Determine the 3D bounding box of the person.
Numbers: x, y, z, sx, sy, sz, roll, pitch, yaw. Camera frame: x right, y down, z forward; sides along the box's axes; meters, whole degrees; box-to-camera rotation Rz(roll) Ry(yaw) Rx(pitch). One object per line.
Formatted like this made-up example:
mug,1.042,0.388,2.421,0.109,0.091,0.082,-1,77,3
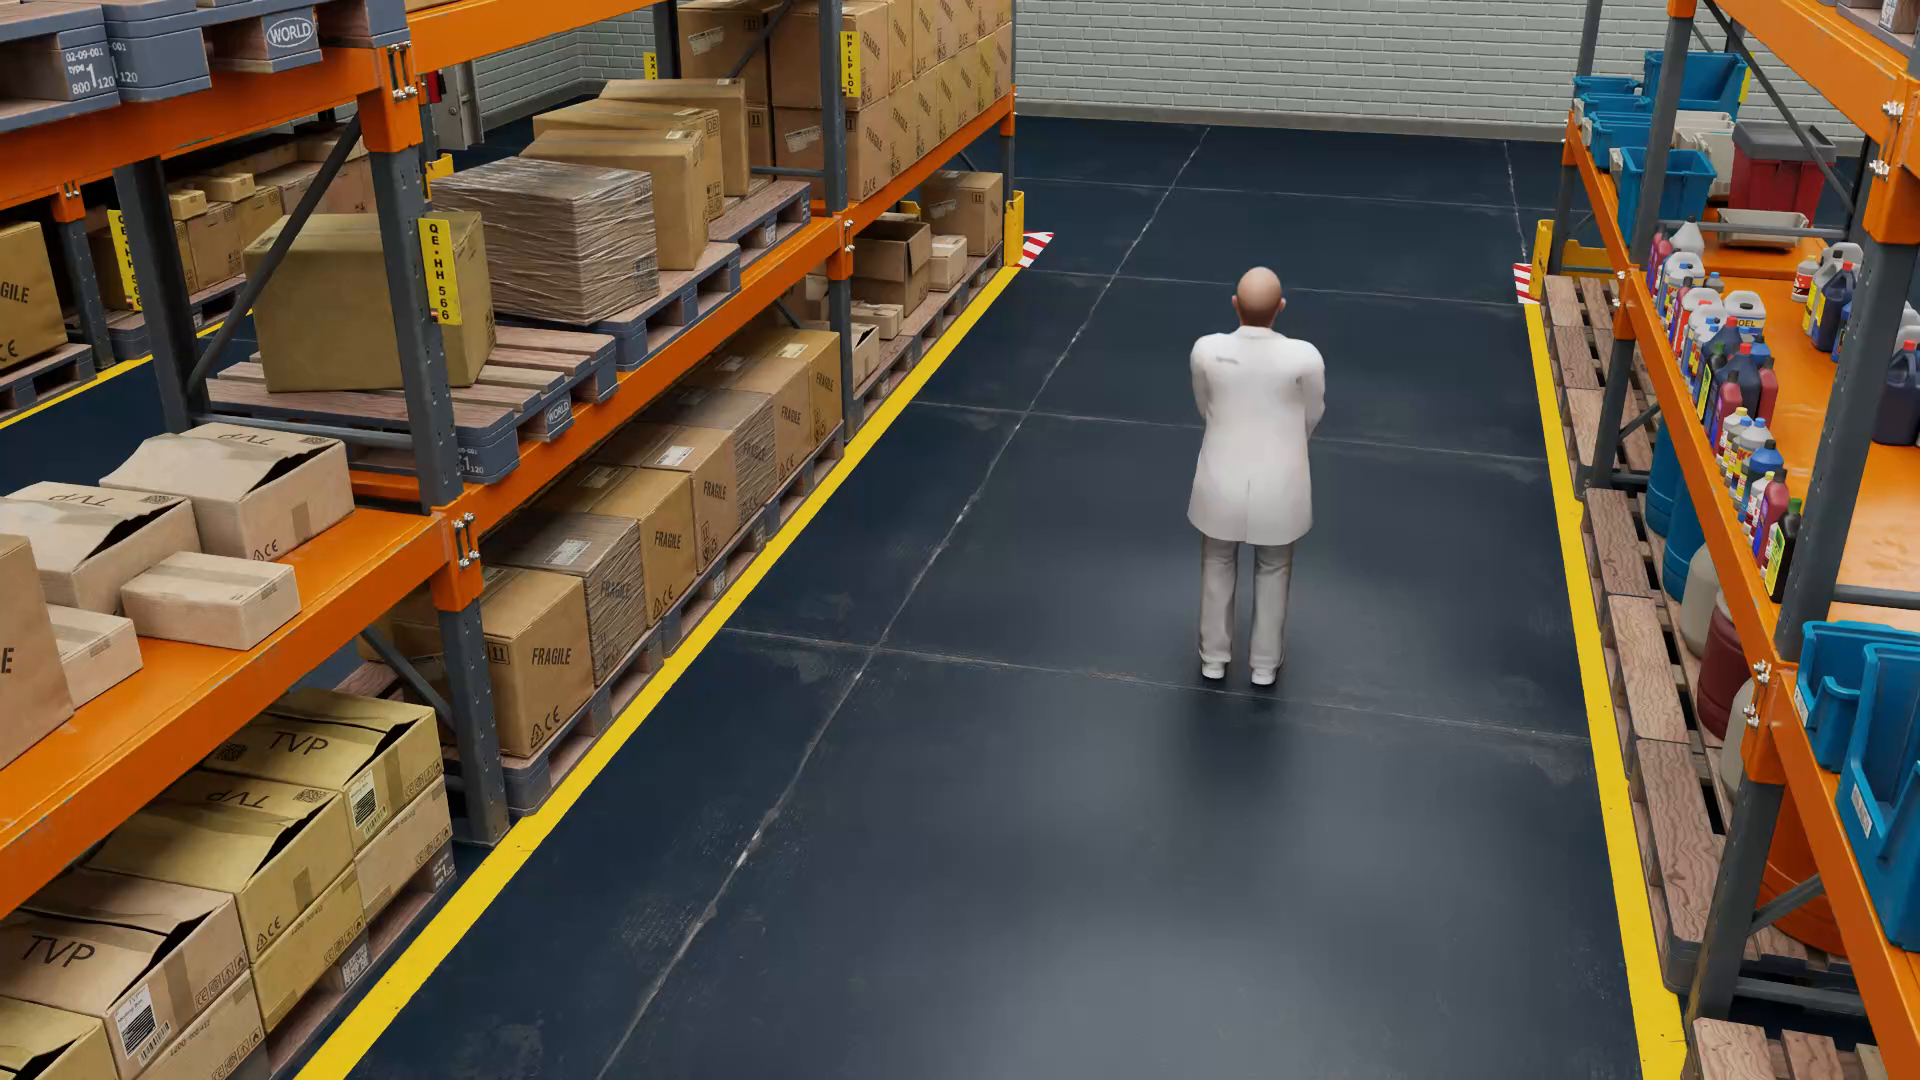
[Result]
person,1.187,-0.282,6.738,0.528,1.771,0.563,7,26,14
